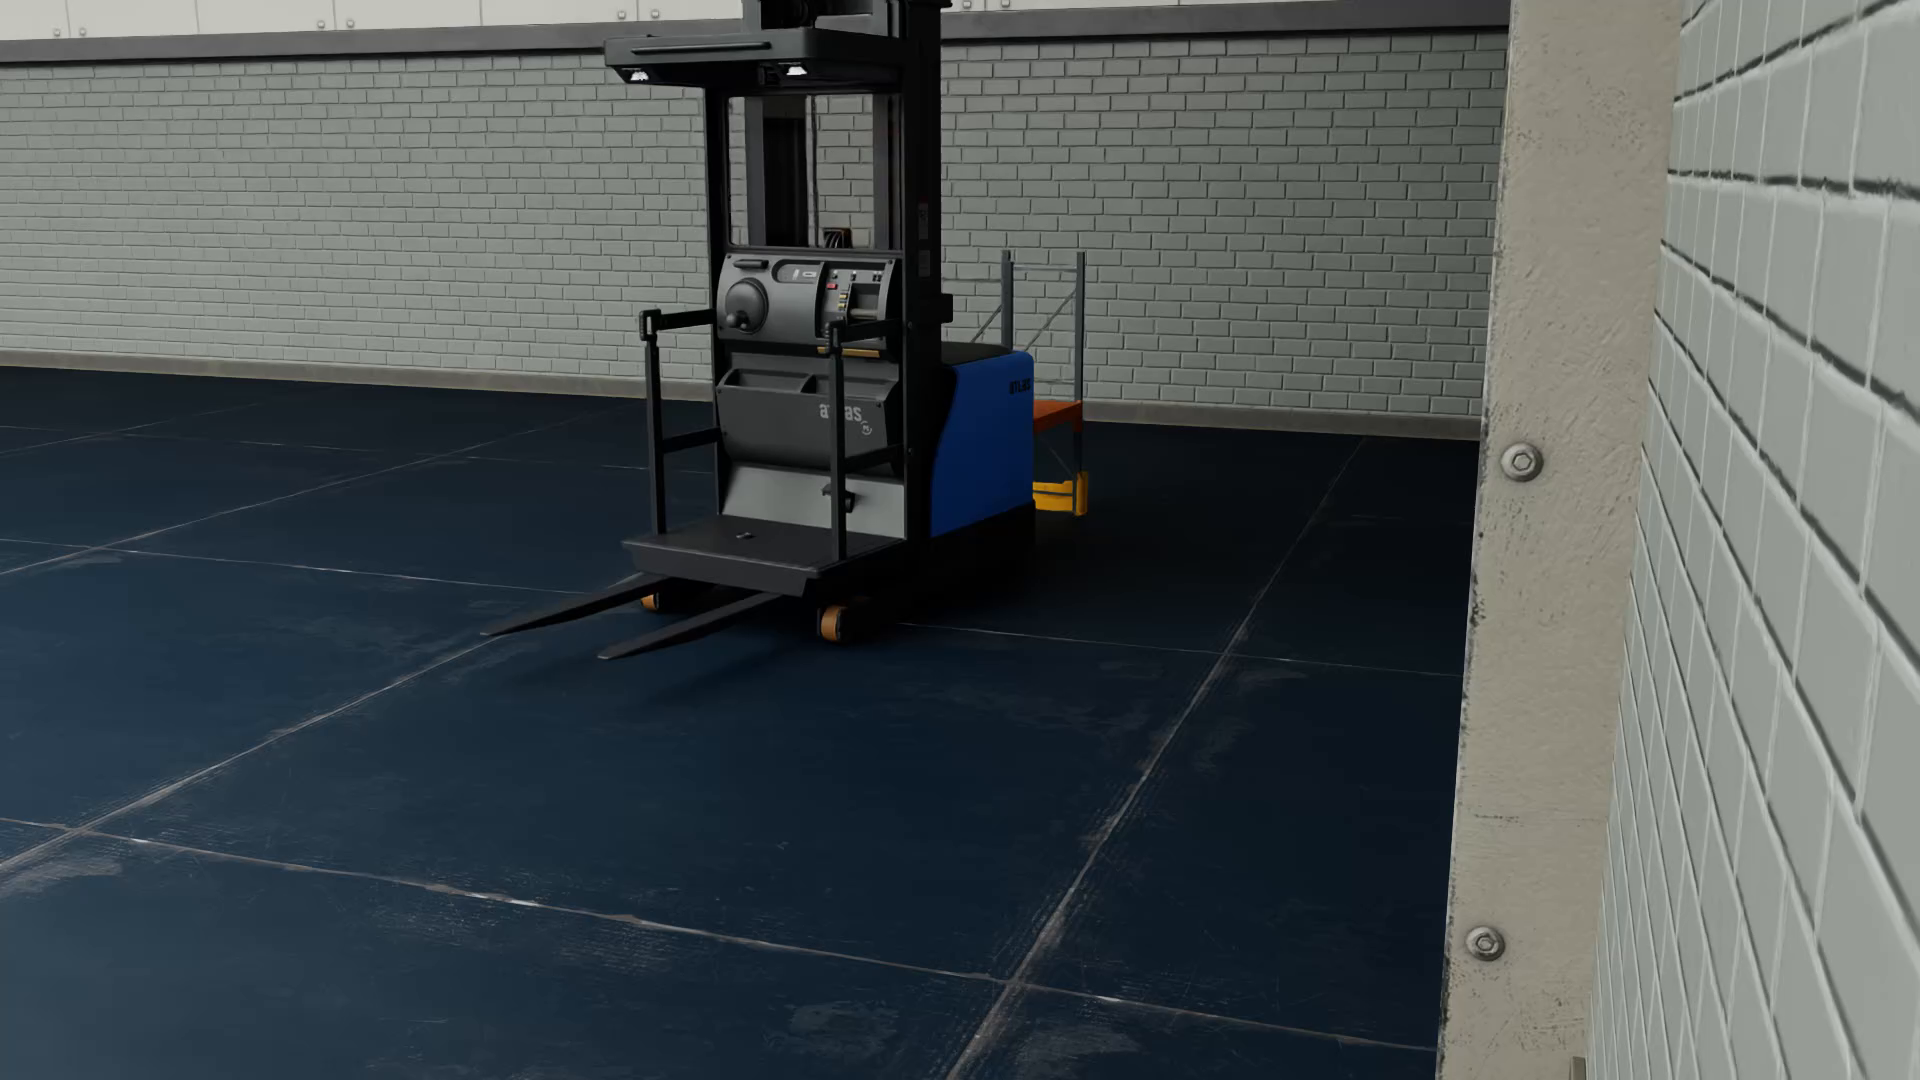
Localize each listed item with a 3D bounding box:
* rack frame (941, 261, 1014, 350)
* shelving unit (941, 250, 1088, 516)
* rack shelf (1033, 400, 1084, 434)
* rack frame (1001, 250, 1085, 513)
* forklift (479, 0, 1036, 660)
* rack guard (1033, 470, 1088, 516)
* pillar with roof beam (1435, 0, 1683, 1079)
[{"bbox_3d":[0.040,-0.706,8.714,0.500,1.500,0.032,6,14,24],"label":"rack frame"},{"bbox_3d":[0.252,-0.806,9.155,0.587,1.500,1.083,6,14,24],"label":"shelving unit"},{"bbox_3d":[0.256,-0.633,9.203,0.538,0.185,1.000,6,14,24],"label":"rack shelf"},{"bbox_3d":[0.472,-0.910,9.611,0.500,1.500,0.032,6,14,24],"label":"rack frame"},{"bbox_3d":[-0.799,-1.104,7.244,1.130,2.935,3.031,8,15,30],"label":"forklift"},{"bbox_3d":[0.464,-0.297,9.733,0.587,0.250,0.087,6,14,24],"label":"rack guard"},{"bbox_3d":[-2.825,-3.506,4.132,9.100,9.000,0.400,4,14,18],"label":"pillar with roof beam"}]
